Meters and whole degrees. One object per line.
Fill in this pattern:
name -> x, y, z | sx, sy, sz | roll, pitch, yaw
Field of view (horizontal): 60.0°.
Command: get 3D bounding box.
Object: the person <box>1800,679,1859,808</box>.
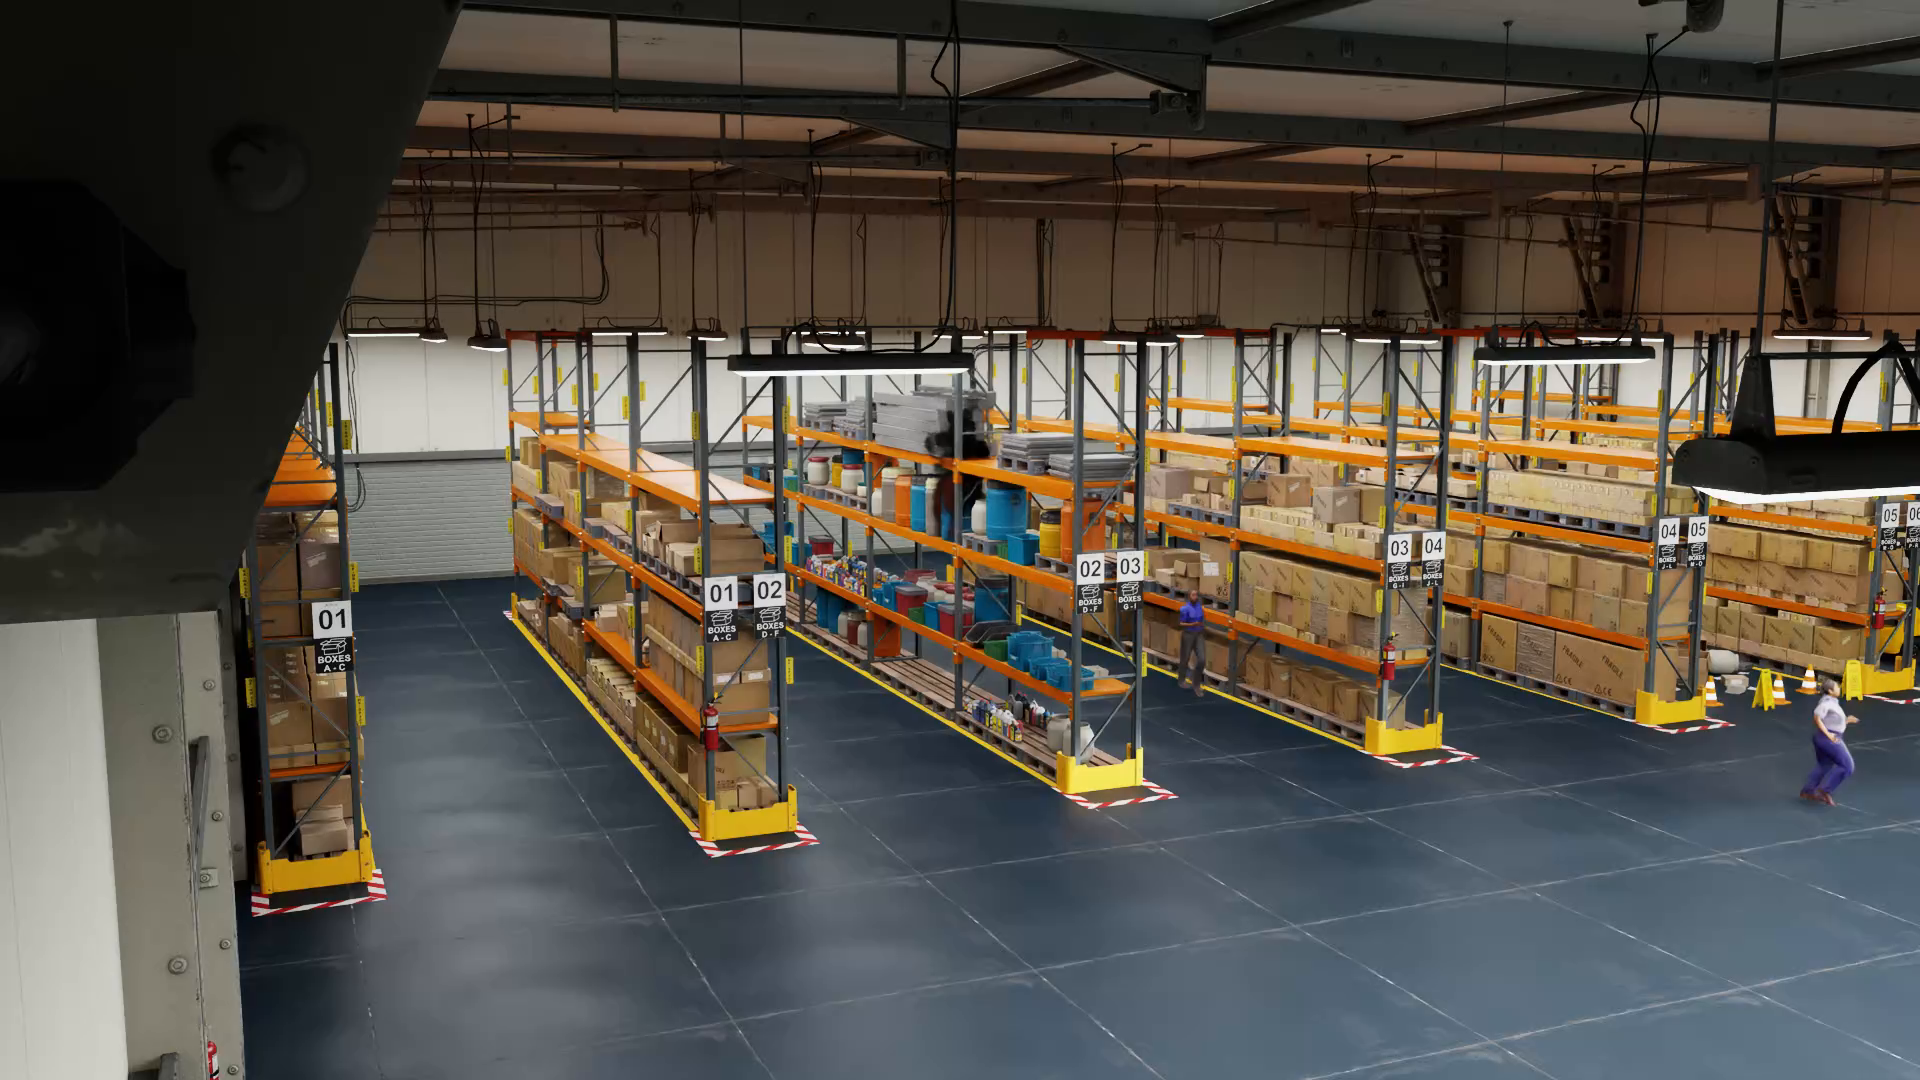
person -> 11.252, 2.624, 21.466 | 0.638, 1.664, 0.585 | 2, 8, 16

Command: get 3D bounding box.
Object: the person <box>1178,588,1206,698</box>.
person -> 3.744, 1.643, 26.580 | 0.553, 1.757, 0.665 | -4, 9, -25
